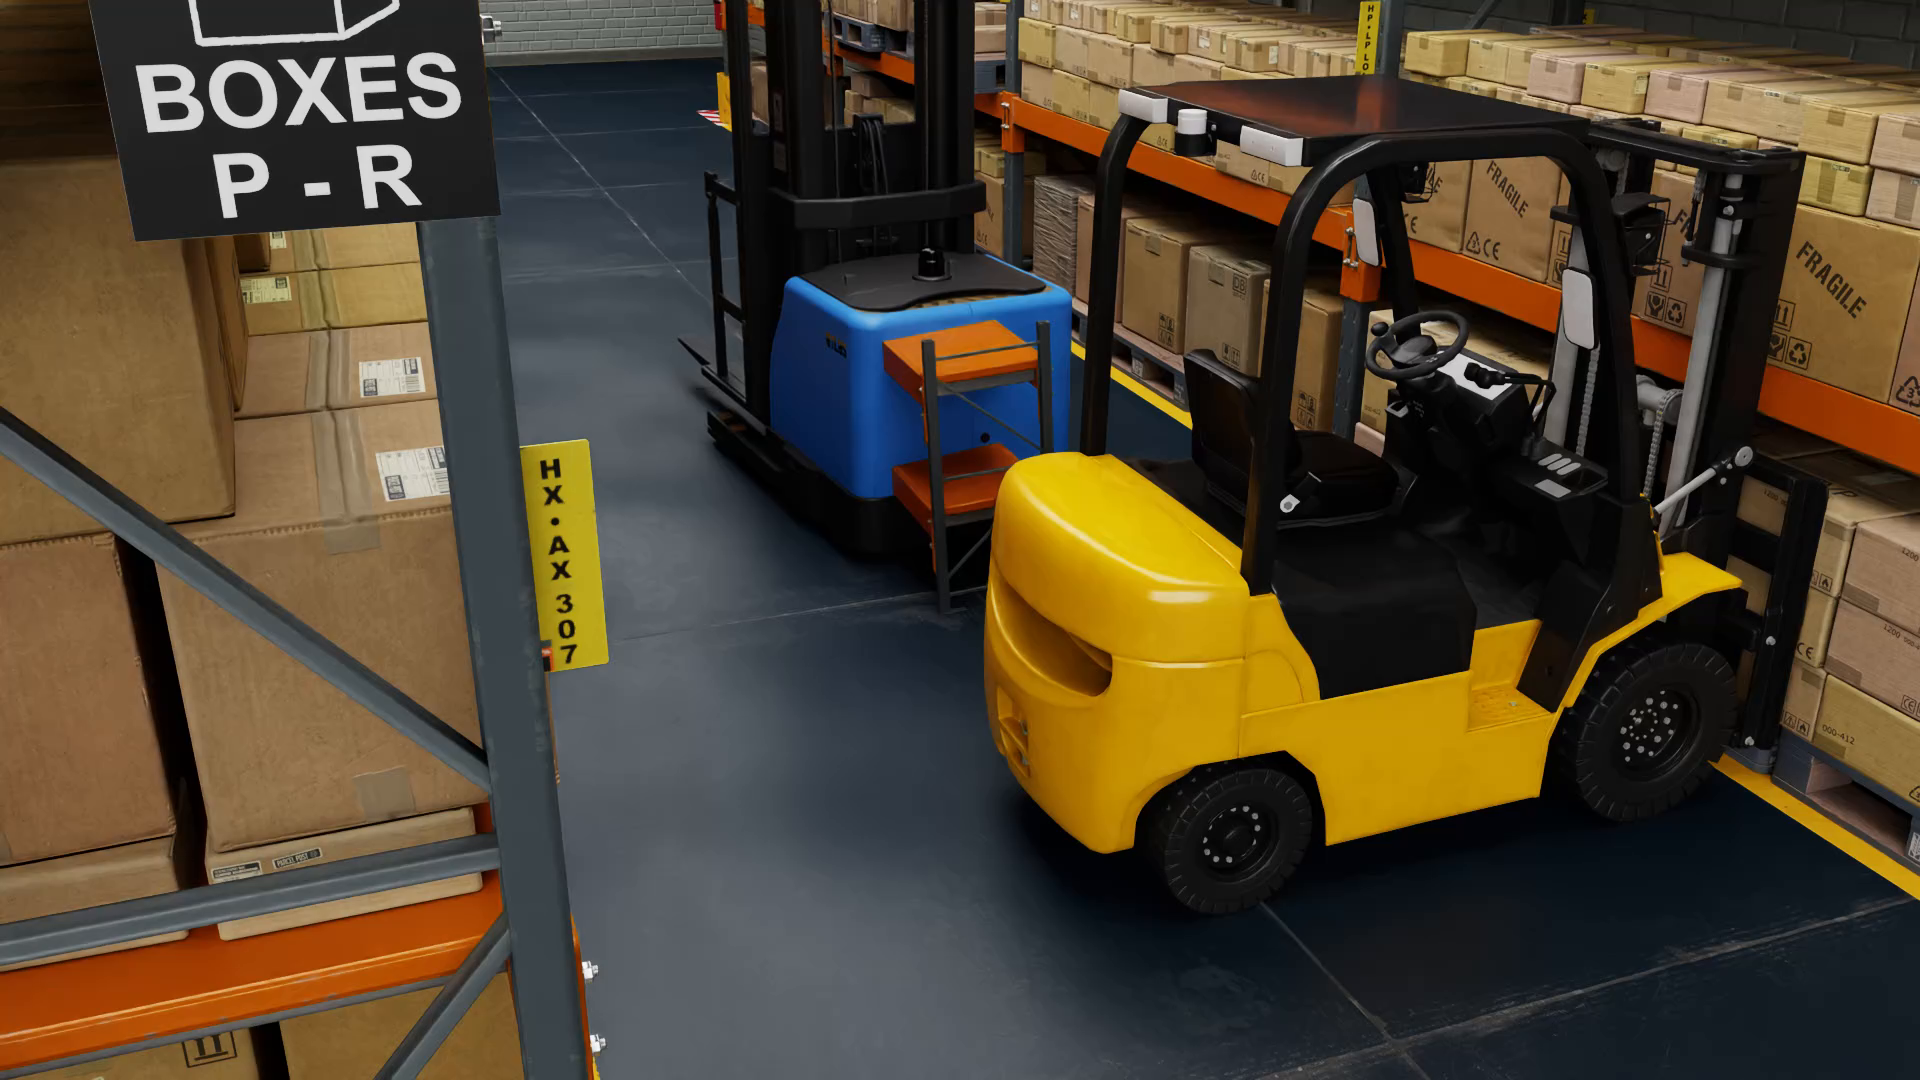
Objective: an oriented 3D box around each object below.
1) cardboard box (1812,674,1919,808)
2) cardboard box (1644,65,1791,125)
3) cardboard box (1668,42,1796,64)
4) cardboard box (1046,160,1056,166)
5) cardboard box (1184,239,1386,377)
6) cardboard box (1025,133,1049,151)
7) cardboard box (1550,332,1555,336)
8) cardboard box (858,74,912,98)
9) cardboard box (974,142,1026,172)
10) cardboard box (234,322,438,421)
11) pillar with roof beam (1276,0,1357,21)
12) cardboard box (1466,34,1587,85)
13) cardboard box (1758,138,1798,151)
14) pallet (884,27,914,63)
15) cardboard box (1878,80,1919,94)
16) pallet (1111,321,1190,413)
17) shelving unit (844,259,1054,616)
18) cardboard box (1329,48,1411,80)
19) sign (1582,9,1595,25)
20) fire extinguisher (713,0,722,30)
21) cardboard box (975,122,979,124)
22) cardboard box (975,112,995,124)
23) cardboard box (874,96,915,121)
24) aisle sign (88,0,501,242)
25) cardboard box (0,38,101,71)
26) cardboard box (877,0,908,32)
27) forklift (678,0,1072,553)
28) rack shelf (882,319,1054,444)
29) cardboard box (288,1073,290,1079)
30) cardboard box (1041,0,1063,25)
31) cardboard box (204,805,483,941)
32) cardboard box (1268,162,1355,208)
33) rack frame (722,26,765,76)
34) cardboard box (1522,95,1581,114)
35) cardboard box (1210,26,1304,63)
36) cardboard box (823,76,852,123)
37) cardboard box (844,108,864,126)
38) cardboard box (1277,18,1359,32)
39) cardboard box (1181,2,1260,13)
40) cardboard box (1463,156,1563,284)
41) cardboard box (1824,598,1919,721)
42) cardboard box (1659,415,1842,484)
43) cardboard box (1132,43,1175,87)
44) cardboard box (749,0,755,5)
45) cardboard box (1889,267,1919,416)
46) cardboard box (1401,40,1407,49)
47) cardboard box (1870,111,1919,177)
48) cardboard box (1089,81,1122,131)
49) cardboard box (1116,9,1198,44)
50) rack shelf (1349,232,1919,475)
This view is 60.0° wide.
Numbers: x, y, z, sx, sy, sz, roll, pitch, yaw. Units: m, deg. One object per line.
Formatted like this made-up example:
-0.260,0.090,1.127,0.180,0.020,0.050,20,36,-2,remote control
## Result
2.976,0.581,5.010,0.500,0.250,0.500,-8,24,-19,cardboard box
2.555,-1.505,5.612,0.380,0.149,0.250,-8,24,-19,cardboard box
2.889,-1.771,6.243,0.380,0.149,0.250,-9,24,-20,cardboard box
0.736,-2.505,12.008,0.500,0.500,0.500,-8,24,-19,cardboard box
1.729,-1.207,8.769,0.875,0.625,0.625,-9,24,-20,cardboard box
0.654,-2.843,11.975,0.380,0.149,0.250,-8,24,-18,cardboard box
2.739,-0.690,6.737,0.500,0.250,0.500,-9,24,-20,cardboard box
-0.621,-3.767,13.784,0.380,0.149,0.250,-10,25,-22,cardboard box
0.241,-2.671,11.567,0.380,0.149,0.250,-10,25,-22,cardboard box
-1.132,-0.082,3.071,0.500,0.500,0.500,-8,24,-17,cardboard box
-1.946,-4.914,7.323,9.100,9.000,0.400,-8,24,-19,pillar with roof beam
2.219,-1.882,6.507,0.380,0.149,0.250,-8,24,-18,cardboard box
2.739,-1.182,5.228,0.380,0.149,0.250,-9,24,-19,cardboard box
0.086,-3.708,12.432,1.003,0.211,1.213,-8,24,-19,pallet
3.165,-1.383,5.322,0.380,0.149,0.250,-8,24,-19,cardboard box
1.459,-1.058,9.489,1.003,0.211,1.213,-8,24,-19,pallet
-0.046,-0.452,6.833,0.538,1.125,1.048,-11,25,-17,shelving unit
1.862,-2.076,7.348,0.380,0.149,0.250,-7,24,-17,cardboard box
2.710,-2.149,7.270,0.100,0.325,0.005,-8,24,-19,sign
-2.533,-5.780,17.680,0.296,0.674,0.183,-8,24,-19,fire extinguisher
-0.076,-3.061,12.494,0.380,0.149,0.250,-10,25,-22,cardboard box
0.323,-3.230,12.893,0.380,0.149,0.250,-9,25,-21,cardboard box
-0.486,-3.536,13.619,0.380,0.149,0.250,-10,25,-22,cardboard box
-0.727,-0.719,1.747,0.394,0.787,0.004,-8,24,-19,aisle sign
-1.871,-0.657,3.147,0.700,0.500,0.500,-9,24,-20,cardboard box
-0.213,-4.104,12.454,0.700,0.500,0.500,-8,24,-19,cardboard box
-0.619,-1.832,7.824,1.130,2.935,3.031,-11,25,-24,forklift
-0.061,-0.718,6.712,0.538,0.278,1.000,-11,25,-17,rack shelf
-1.584,1.307,3.287,0.500,0.250,0.500,-8,24,-19,cardboard box
0.710,-3.182,9.974,0.380,0.149,0.250,-8,24,-18,cardboard box
-0.965,0.463,2.613,0.380,0.149,0.250,-8,24,-19,cardboard box
1.768,-1.715,7.650,0.500,0.250,0.500,-8,24,-18,cardboard box
-2.048,-5.997,17.617,1.000,3.000,0.127,-8,24,-19,rack frame
2.286,-1.545,6.091,0.380,0.149,0.250,-8,24,-18,cardboard box
1.466,-2.444,8.223,0.380,0.149,0.250,-9,24,-20,cardboard box
-1.289,-4.110,15.818,0.700,0.500,0.500,-9,25,-21,cardboard box
-0.675,-3.379,14.082,0.500,0.500,0.500,-7,24,-17,cardboard box
1.866,-2.610,8.615,0.380,0.149,0.250,-9,24,-19,cardboard box
1.485,-2.977,9.488,0.380,0.149,0.250,-8,24,-19,cardboard box
2.303,-1.299,6.341,0.500,0.500,0.500,-8,24,-18,cardboard box
2.972,0.342,4.932,0.500,0.250,0.500,-9,24,-20,cardboard box
2.604,-0.247,5.686,0.500,0.250,0.500,-9,24,-20,cardboard box
1.254,-2.500,8.869,0.500,0.250,0.500,-8,24,-18,cardboard box
-1.898,-5.447,16.635,0.380,0.149,0.250,-8,24,-17,cardboard box
3.010,-0.562,4.593,0.500,0.500,0.500,-8,24,-17,cardboard box
2.222,-2.244,7.747,0.380,0.149,0.250,-9,25,-21,cardboard box
2.832,-1.124,4.707,0.380,0.149,0.250,-8,24,-18,cardboard box
1.067,-2.457,9.410,0.500,0.250,0.500,-9,25,-21,cardboard box
1.081,-2.812,9.095,0.380,0.149,0.250,-8,24,-18,cardboard box
2.897,-0.579,5.687,1.077,0.370,4.000,-8,24,-19,rack shelf
